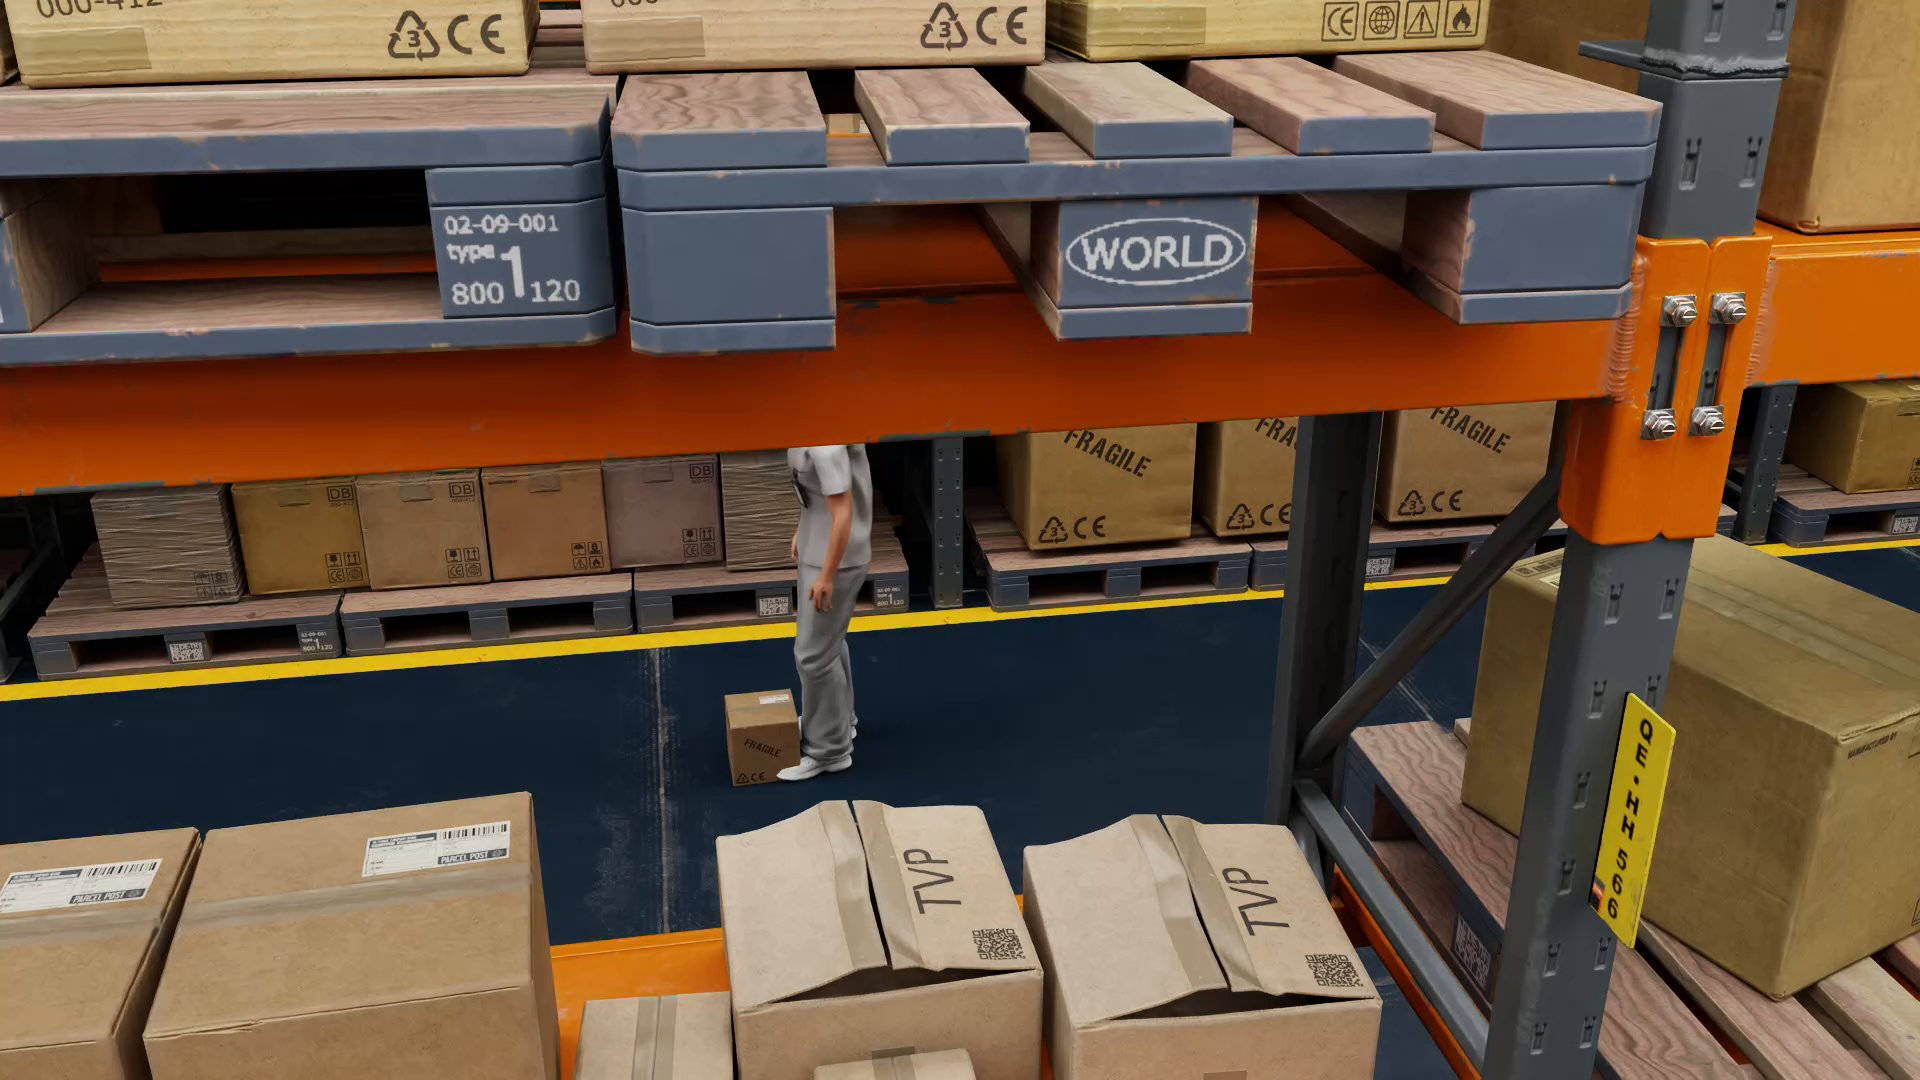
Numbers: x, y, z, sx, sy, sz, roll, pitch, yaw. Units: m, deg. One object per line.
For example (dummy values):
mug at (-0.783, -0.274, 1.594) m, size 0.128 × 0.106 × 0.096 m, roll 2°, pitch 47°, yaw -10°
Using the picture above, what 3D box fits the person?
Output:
person at (-0.521, 0.064, 5.953) m, size 0.408 × 1.673 × 0.513 m, roll -6°, pitch 24°, yaw -13°
